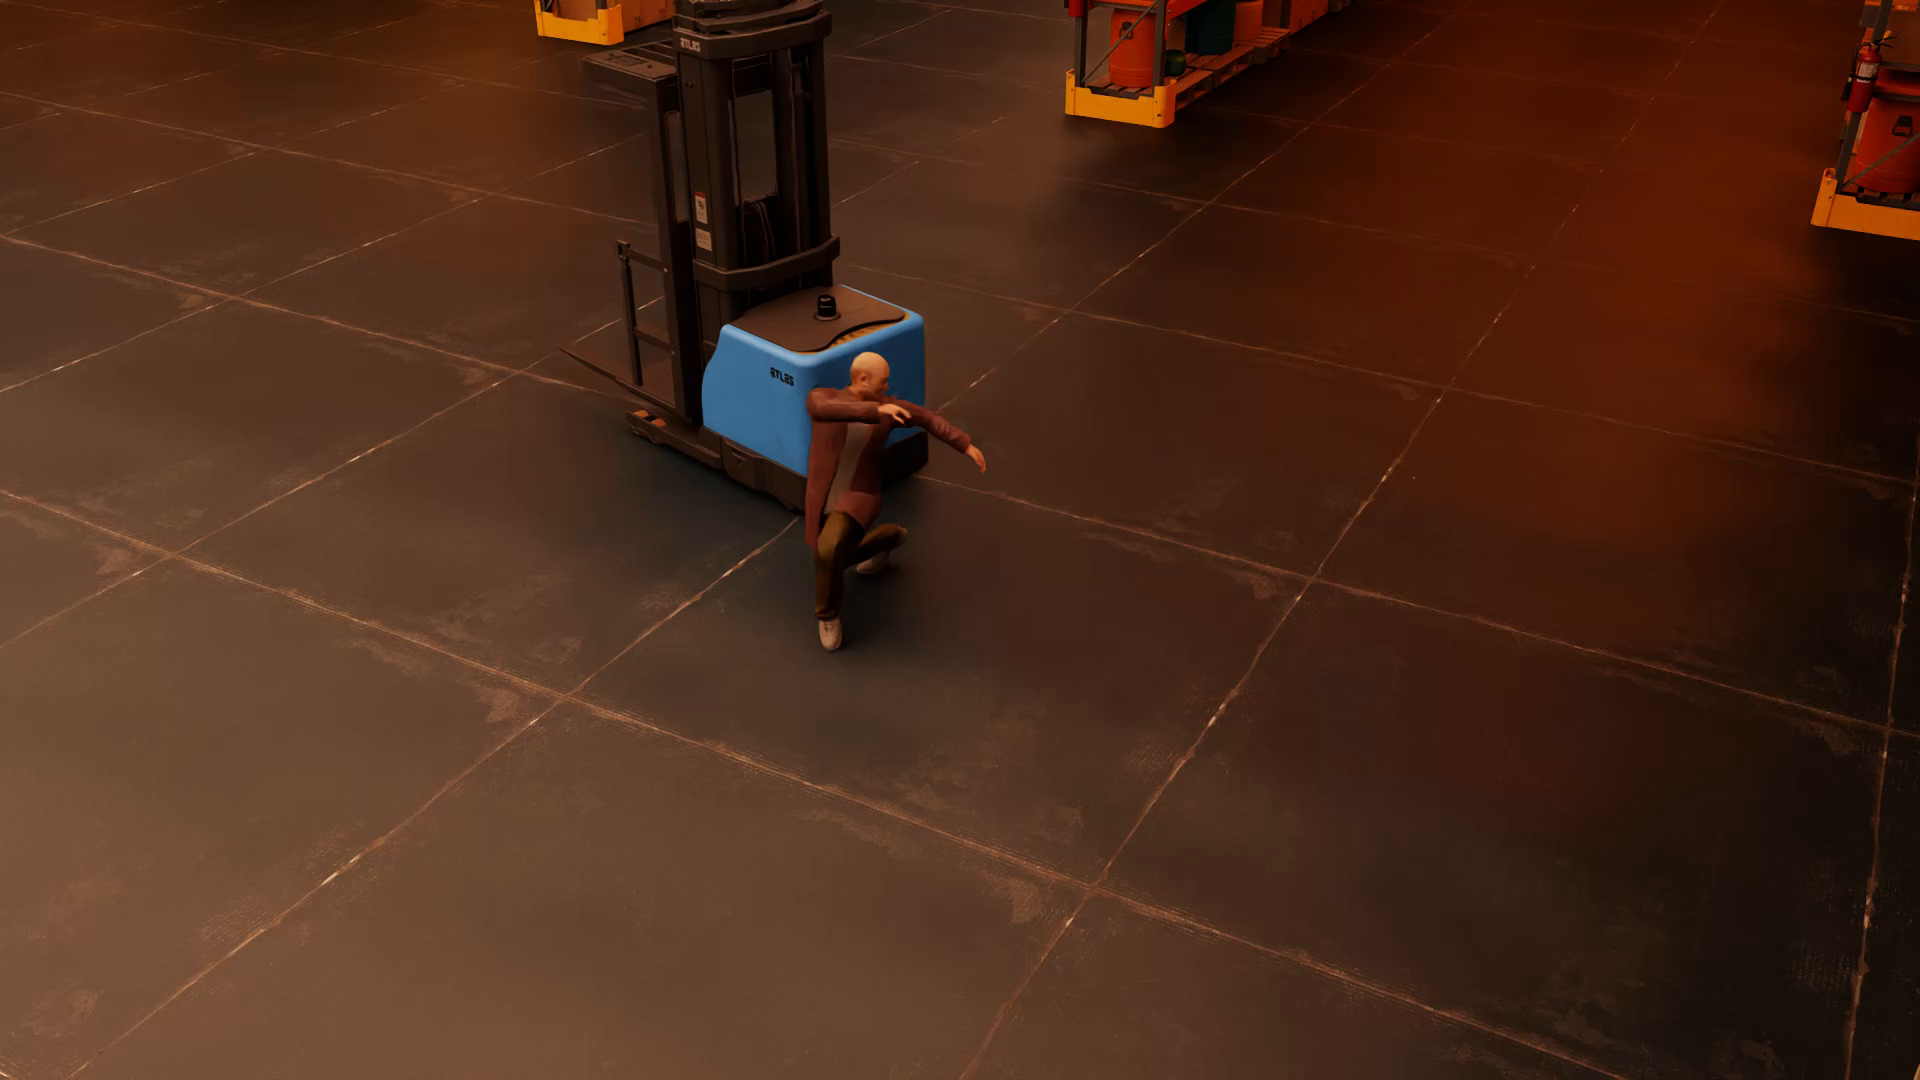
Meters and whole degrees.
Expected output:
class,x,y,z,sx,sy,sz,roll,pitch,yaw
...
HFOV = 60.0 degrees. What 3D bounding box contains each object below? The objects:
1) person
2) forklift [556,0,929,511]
class,x,y,z,sx,sy,sz,roll,pitch,yaw
person,-0.401,-0.263,8.998,0.957,1.477,1.055,6,31,10
forklift,-1.605,-2.073,10.662,3.031,2.935,1.130,26,39,37
